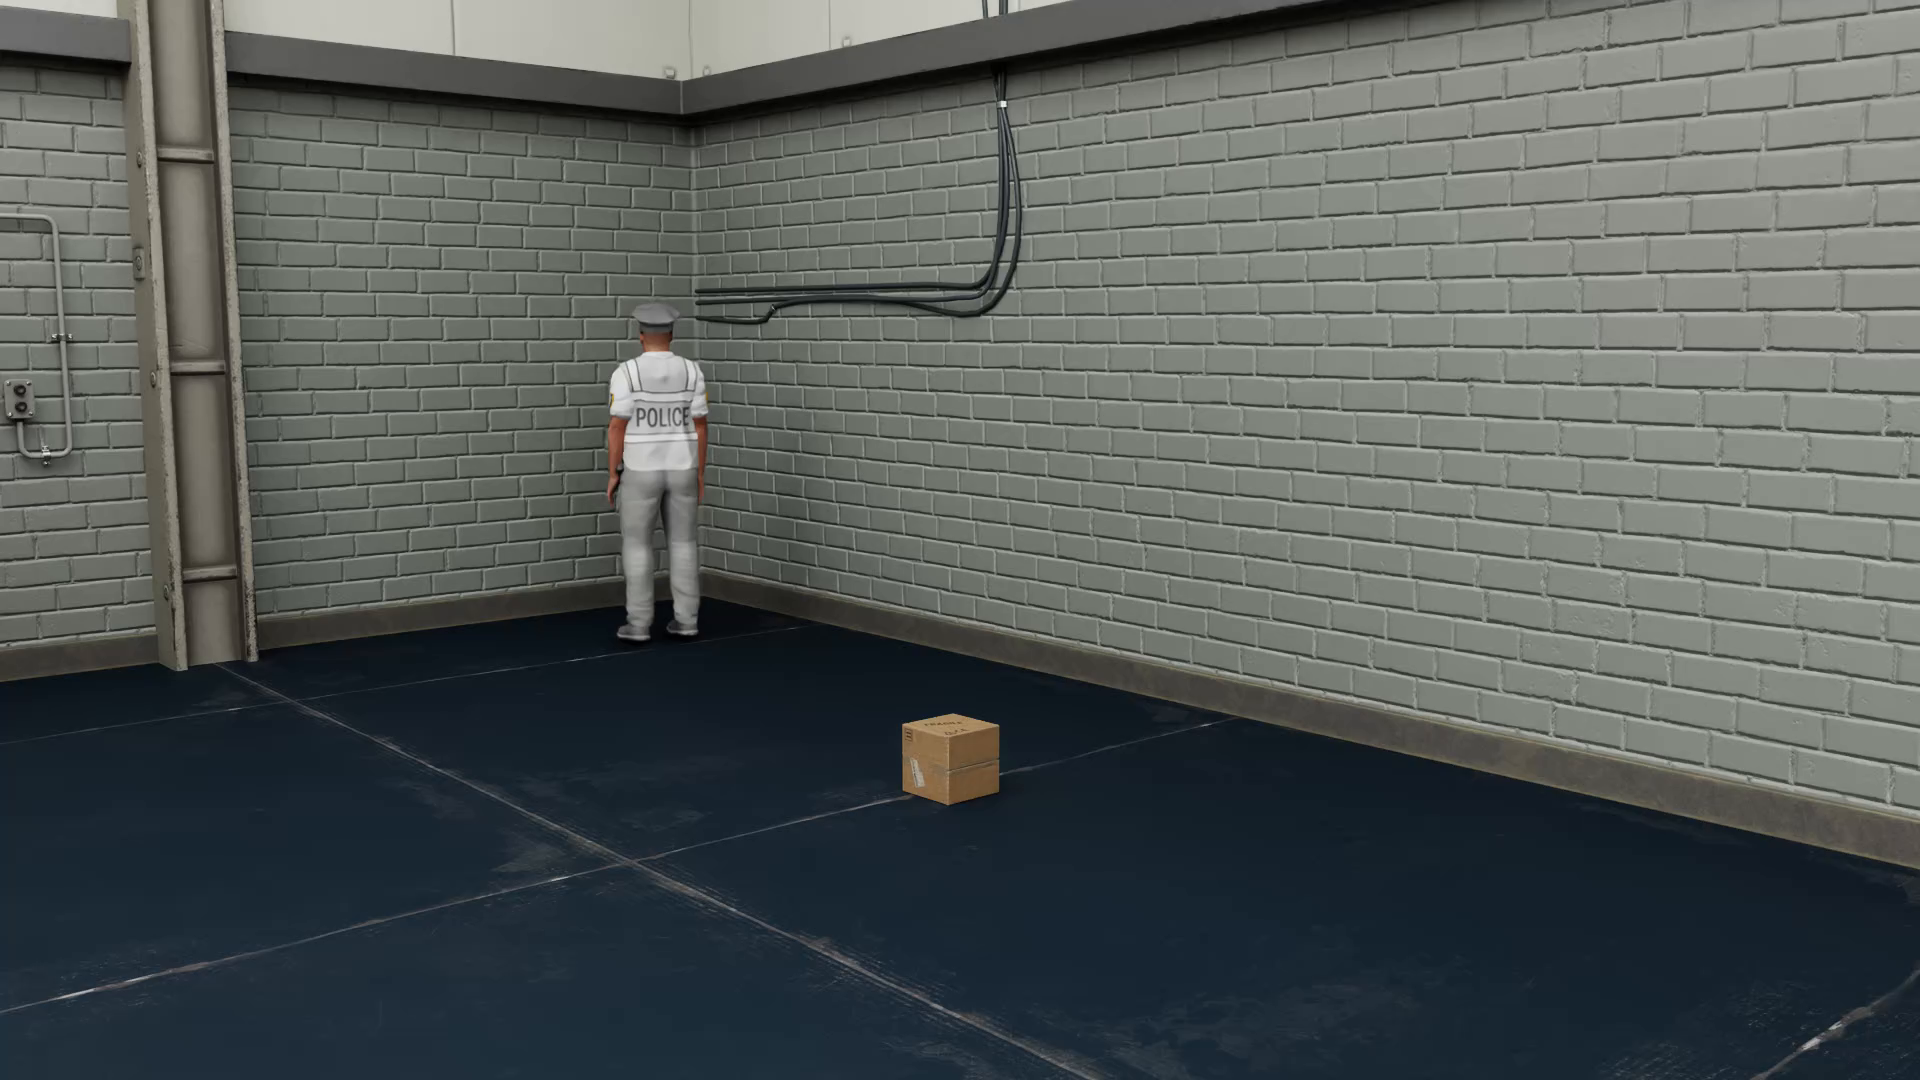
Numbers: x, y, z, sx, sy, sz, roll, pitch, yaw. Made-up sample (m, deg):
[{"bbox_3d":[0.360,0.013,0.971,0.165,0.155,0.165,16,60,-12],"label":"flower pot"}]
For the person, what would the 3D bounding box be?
[{"bbox_3d":[-1.604,-0.355,8.786,0.535,1.779,0.402,-4,8,-28],"label":"person"}]
